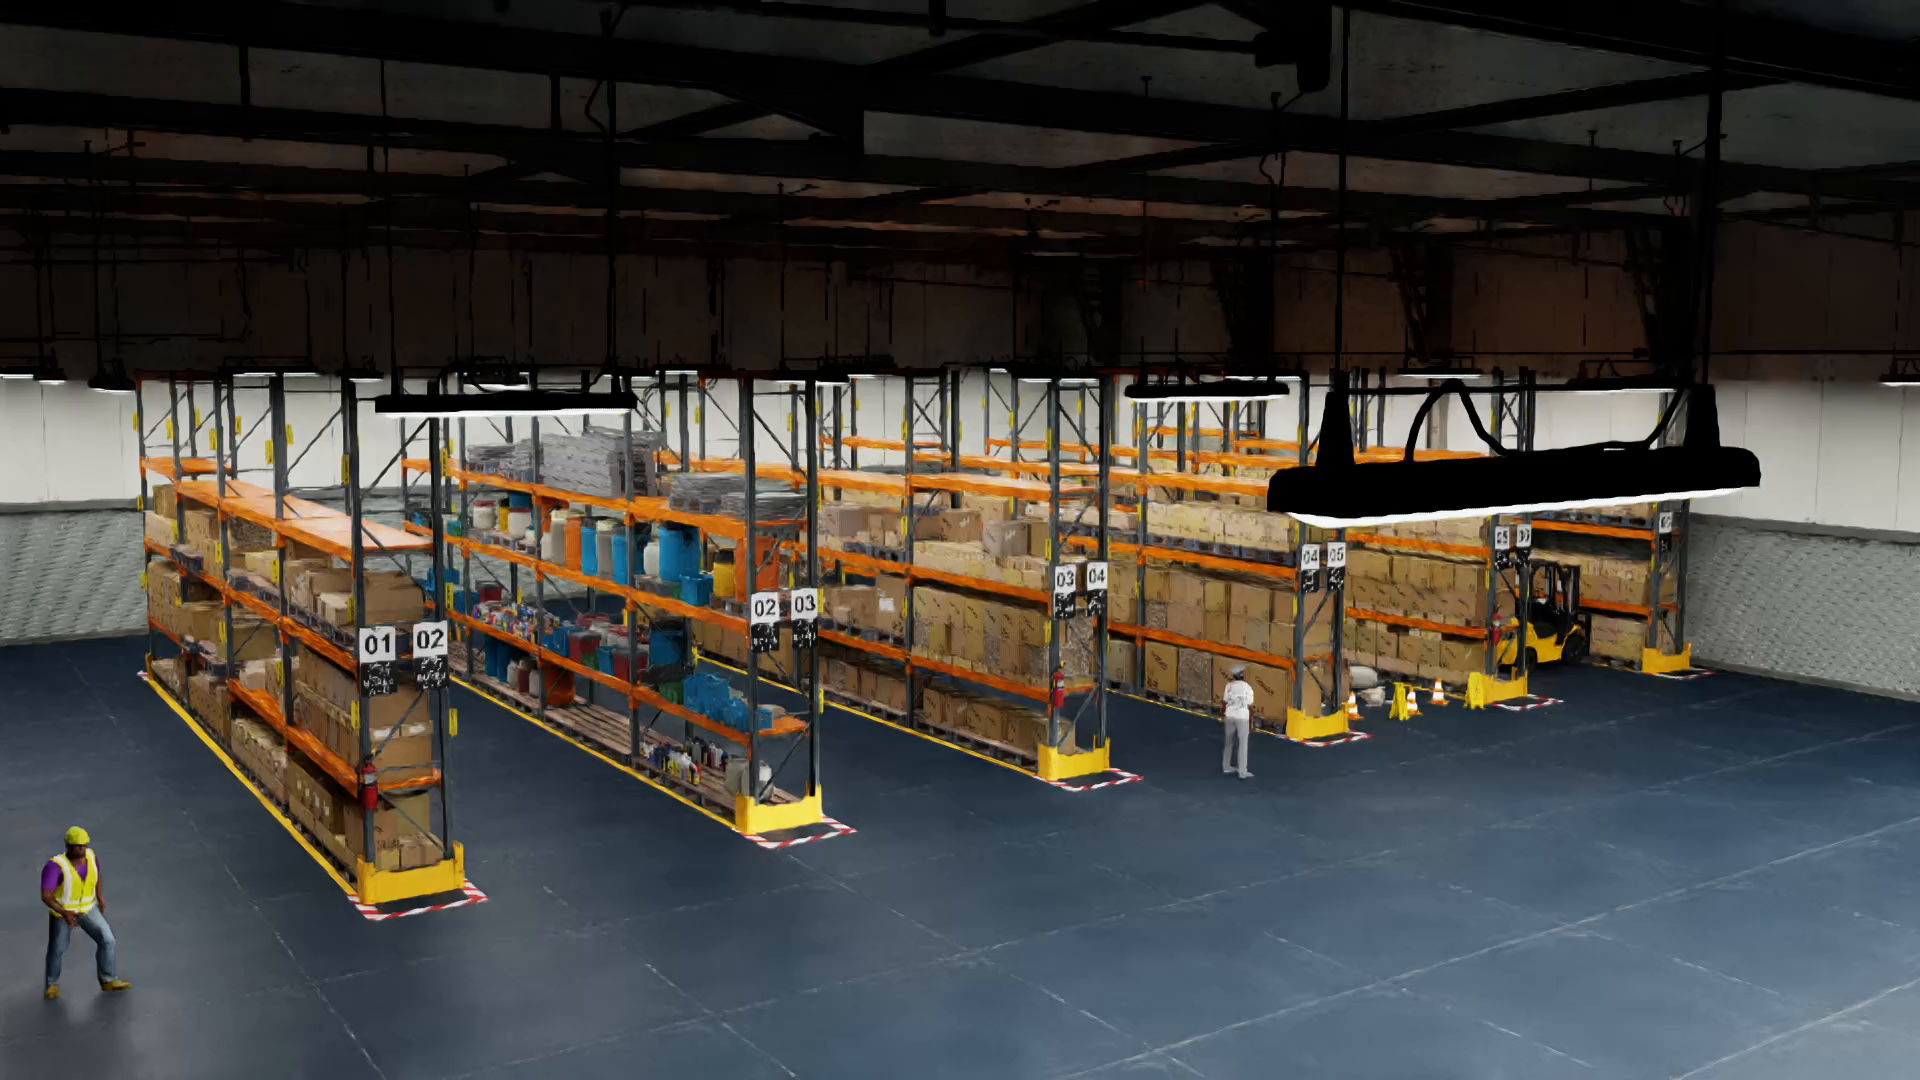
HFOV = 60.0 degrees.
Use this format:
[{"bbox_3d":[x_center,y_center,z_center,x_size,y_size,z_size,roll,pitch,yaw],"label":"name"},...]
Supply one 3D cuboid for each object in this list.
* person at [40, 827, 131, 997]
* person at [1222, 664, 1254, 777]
[{"bbox_3d":[-8.694,3.638,16.336,0.765,1.706,0.706,4,8,34],"label":"person"},{"bbox_3d":[4.150,2.689,24.847,0.502,1.677,0.422,3,7,26],"label":"person"}]
